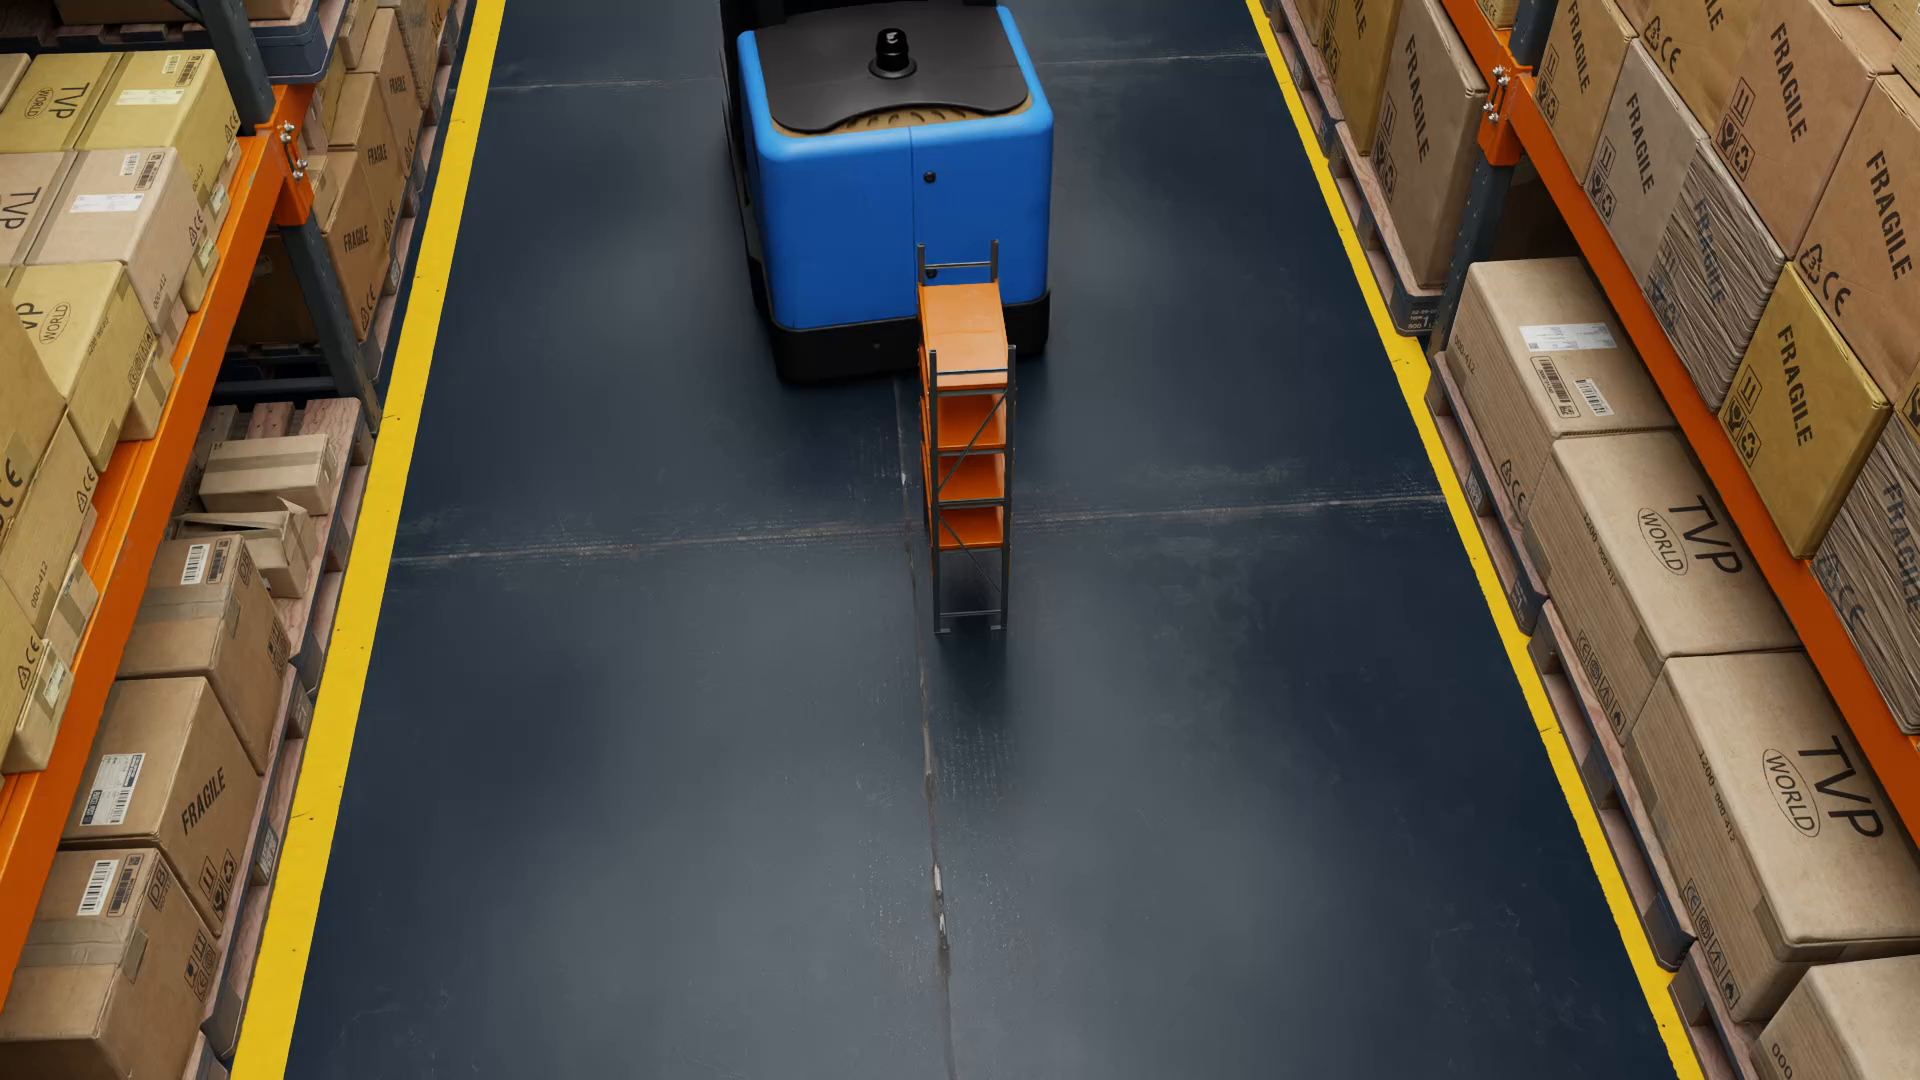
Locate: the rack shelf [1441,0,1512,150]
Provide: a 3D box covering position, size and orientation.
[{"bbox_3d":[2.134,-2.932,6.956,1.077,0.370,4.000,-3,47,-3],"label":"rack shelf"}]

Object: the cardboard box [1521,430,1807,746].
[{"bbox_3d":[2.323,0.113,5.053,0.875,0.438,0.875,-5,47,-4],"label":"cardboard box"}]

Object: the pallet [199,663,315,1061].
[{"bbox_3d":[-2.483,0.913,4.740,1.003,0.211,1.213,-3,47,-3],"label":"pallet"}]

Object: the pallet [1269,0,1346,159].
[{"bbox_3d":[2.057,-2.212,7.699,1.003,0.211,1.213,-3,47,-3],"label":"pallet"}]

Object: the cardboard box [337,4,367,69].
[{"bbox_3d":[-2.563,-1.973,6.538,0.380,0.149,0.250,-4,47,-3],"label":"cardboard box"}]

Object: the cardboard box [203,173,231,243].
[{"bbox_3d":[-2.323,-0.939,4.747,0.380,0.149,0.250,-2,47,-2],"label":"cardboard box"}]

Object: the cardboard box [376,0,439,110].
[{"bbox_3d":[-2.590,-2.198,7.198,0.500,0.500,0.500,-5,47,-5],"label":"cardboard box"}]

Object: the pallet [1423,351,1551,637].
[{"bbox_3d":[2.287,-0.219,5.812,1.003,0.211,1.213,-3,47,-3],"label":"pallet"}]

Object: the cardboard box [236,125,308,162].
[{"bbox_3d":[-2.470,-1.310,5.706,0.380,0.149,0.250,-4,47,-4],"label":"cardboard box"}]

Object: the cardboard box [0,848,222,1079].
[{"bbox_3d":[-2.299,1.112,4.063,0.700,0.500,0.500,-2,47,-2],"label":"cardboard box"}]

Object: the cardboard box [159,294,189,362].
[{"bbox_3d":[-2.282,-0.561,4.389,0.380,0.149,0.250,-2,47,-2],"label":"cardboard box"}]

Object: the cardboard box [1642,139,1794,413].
[{"bbox_3d":[2.153,-0.687,4.266,0.500,0.500,0.500,-3,47,-3],"label":"cardboard box"}]

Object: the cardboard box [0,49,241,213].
[{"bbox_3d":[-2.359,-1.125,4.648,0.500,0.250,0.500,-2,47,-2],"label":"cardboard box"}]

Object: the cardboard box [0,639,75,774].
[{"bbox_3d":[-2.122,0.363,3.513,0.380,0.149,0.250,-5,47,-4],"label":"cardboard box"}]

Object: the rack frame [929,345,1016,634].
[{"bbox_3d":[0.034,-0.116,5.034,0.240,1.200,0.015,-3,47,-3],"label":"rack frame"}]

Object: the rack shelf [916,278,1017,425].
[{"bbox_3d":[0.014,-0.563,4.916,0.258,0.148,0.480,-3,47,-3],"label":"rack shelf"}]

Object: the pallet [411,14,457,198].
[{"bbox_3d":[-2.855,-1.940,7.442,1.003,0.211,1.213,-3,47,-3],"label":"pallet"}]

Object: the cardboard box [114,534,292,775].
[{"bbox_3d":[-2.386,0.361,4.775,0.700,0.500,0.500,-5,47,-5],"label":"cardboard box"}]

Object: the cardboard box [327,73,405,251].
[{"bbox_3d":[-2.515,-1.461,6.500,0.500,0.500,0.500,-4,47,-4],"label":"cardboard box"}]

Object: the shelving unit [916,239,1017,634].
[{"bbox_3d":[0.014,-0.293,5.201,0.258,1.200,0.503,-3,47,-3],"label":"shelving unit"}]

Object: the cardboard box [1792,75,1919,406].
[{"bbox_3d":[2.207,-0.649,3.541,0.500,0.500,0.500,-4,47,-4],"label":"cardboard box"}]

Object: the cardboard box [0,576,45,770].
[{"bbox_3d":[-2.167,0.339,3.261,0.500,0.250,0.500,-4,47,-4],"label":"cardboard box"}]

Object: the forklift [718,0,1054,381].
[{"bbox_3d":[-0.444,-2.689,6.278,1.130,2.935,3.031,-8,47,-7],"label":"forklift"}]

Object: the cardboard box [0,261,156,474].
[{"bbox_3d":[-2.273,-0.402,3.963,0.500,0.250,0.500,-4,47,-4],"label":"cardboard box"}]

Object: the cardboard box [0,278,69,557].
[{"bbox_3d":[-2.205,-0.272,3.324,0.500,0.500,0.500,-2,47,-2],"label":"cardboard box"}]

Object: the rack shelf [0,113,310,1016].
[{"bbox_3d":[-2.477,0.266,3.927,1.077,0.370,4.000,-3,47,-3],"label":"rack shelf"}]

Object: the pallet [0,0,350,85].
[{"bbox_3d":[-2.603,-1.947,5.660,1.003,0.211,1.213,-3,47,-3],"label":"pallet"}]

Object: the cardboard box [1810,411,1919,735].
[{"bbox_3d":[2.252,0.059,3.559,0.500,0.500,0.500,-2,47,-2],"label":"cardboard box"}]

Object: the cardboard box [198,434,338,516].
[{"bbox_3d":[-2.305,-0.207,5.554,0.380,0.149,0.250,-5,47,-4],"label":"cardboard box"}]

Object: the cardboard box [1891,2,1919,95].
[{"bbox_3d":[2.178,-0.986,3.414,0.380,0.149,0.250,-3,47,-3],"label":"cardboard box"}]

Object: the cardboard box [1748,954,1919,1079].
[{"bbox_3d":[2.481,1.427,3.808,0.875,0.438,0.875,-5,47,-5],"label":"cardboard box"}]

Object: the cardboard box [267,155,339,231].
[{"bbox_3d":[-2.409,-1.212,5.817,0.380,0.149,0.250,-1,47,-1],"label":"cardboard box"}]

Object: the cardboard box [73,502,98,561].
[{"bbox_3d":[-2.255,-0.009,3.865,0.380,0.149,0.250,-4,47,-3],"label":"cardboard box"}]

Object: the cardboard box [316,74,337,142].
[{"bbox_3d":[-2.542,-1.592,6.178,0.380,0.149,0.250,-6,47,-5],"label":"cardboard box"}]

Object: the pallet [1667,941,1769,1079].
[{"bbox_3d":[2.491,1.547,4.140,1.003,0.211,1.213,-3,47,-3],"label":"pallet"}]

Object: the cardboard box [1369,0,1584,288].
[{"bbox_3d":[2.170,-1.590,6.364,0.875,0.875,0.875,-2,47,-2],"label":"cardboard box"}]

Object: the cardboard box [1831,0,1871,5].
[{"bbox_3d":[2.123,-1.345,3.754,0.380,0.149,0.250,-5,47,-4],"label":"cardboard box"}]

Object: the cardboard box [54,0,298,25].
[{"bbox_3d":[-2.462,-1.970,5.192,0.700,0.500,0.500,-2,47,-2],"label":"cardboard box"}]

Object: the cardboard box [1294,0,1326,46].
[{"bbox_3d":[2.012,-2.890,7.595,0.875,0.875,0.875,-3,47,-3],"label":"cardboard box"}]

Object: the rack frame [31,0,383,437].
[{"bbox_3d":[-2.644,-1.428,5.036,1.000,3.000,0.127,-3,47,-3],"label":"rack frame"}]

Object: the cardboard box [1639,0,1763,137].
[{"bbox_3d":[2.136,-1.386,4.239,0.500,0.500,0.500,-4,47,-4],"label":"cardboard box"}]

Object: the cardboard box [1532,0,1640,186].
[{"bbox_3d":[2.080,-1.411,4.952,0.500,0.500,0.500,-2,47,-2],"label":"cardboard box"}]

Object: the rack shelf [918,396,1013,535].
[{"bbox_3d":[0.014,-0.247,5.250,0.258,0.148,0.480,-3,47,-3],"label":"rack shelf"}]
